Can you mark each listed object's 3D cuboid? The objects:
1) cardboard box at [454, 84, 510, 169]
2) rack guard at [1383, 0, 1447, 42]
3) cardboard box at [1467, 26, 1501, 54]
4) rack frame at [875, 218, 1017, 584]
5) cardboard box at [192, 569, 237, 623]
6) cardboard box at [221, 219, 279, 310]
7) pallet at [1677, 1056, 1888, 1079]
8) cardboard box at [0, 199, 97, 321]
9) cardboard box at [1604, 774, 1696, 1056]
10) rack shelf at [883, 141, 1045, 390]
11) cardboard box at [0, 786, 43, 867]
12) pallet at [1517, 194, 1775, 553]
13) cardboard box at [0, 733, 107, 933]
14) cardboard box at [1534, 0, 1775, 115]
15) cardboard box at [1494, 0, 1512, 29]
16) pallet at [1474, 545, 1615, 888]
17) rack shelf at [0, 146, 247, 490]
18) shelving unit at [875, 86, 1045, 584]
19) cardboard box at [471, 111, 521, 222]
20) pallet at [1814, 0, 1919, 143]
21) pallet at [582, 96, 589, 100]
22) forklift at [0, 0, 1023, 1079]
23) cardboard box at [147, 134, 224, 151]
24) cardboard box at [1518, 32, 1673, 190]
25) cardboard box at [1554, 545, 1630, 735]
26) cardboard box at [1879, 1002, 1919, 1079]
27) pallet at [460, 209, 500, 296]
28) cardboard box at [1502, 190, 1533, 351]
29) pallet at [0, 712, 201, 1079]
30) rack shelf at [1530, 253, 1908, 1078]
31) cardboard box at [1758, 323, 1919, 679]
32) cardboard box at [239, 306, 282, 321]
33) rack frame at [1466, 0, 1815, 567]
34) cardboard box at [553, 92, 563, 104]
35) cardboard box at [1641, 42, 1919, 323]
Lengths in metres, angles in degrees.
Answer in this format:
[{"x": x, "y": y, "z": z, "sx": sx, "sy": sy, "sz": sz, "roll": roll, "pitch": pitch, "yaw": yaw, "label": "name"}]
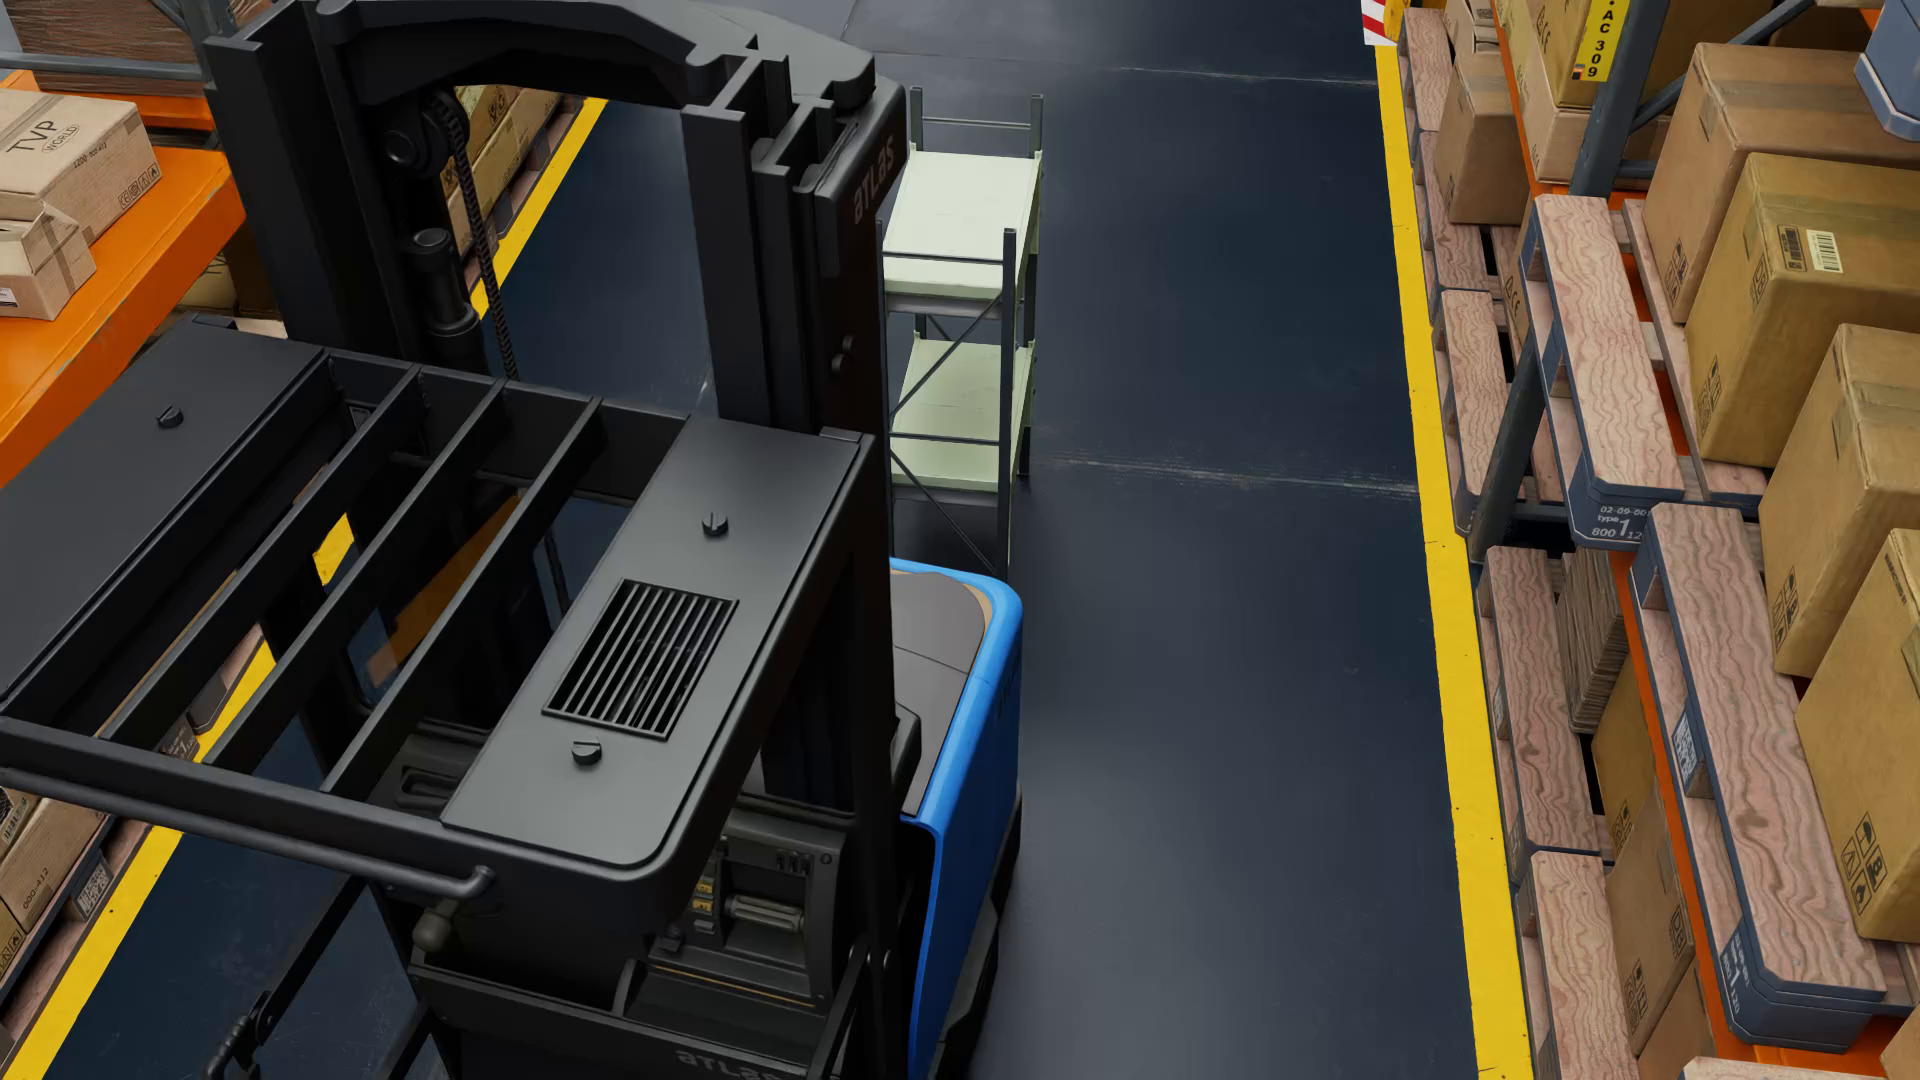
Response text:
[{"x": -2.169, "y": -1.843, "z": 6.664, "sx": 0.500, "sy": 0.500, "sz": 0.500, "roll": 5, "pitch": 44, "yaw": 6, "label": "cardboard box"}, {"x": 2.757, "y": -2.766, "z": 8.308, "sx": 1.175, "sy": 0.500, "sz": 0.348, "roll": 5, "pitch": 44, "yaw": 6, "label": "rack guard"}, {"x": 2.511, "y": -2.057, "z": 7.377, "sx": 0.500, "sy": 0.311, "sz": 0.500, "roll": 9, "pitch": 44, "yaw": 9, "label": "cardboard box"}, {"x": -0.048, "y": -0.300, "z": 4.976, "sx": 0.400, "sy": 1.500, "sz": 0.023, "roll": 5, "pitch": 44, "yaw": 6, "label": "rack frame"}, {"x": -2.509, "y": 0.052, "z": 5.208, "sx": 0.500, "sy": 0.250, "sz": 0.500, "roll": 5, "pitch": 44, "yaw": 5, "label": "cardboard box"}, {"x": -2.301, "y": -1.161, "z": 5.944, "sx": 0.500, "sy": 0.500, "sz": 0.500, "roll": 5, "pitch": 44, "yaw": 6, "label": "cardboard box"}, {"x": 1.698, "y": 1.301, "z": 2.334, "sx": 1.213, "sy": 0.211, "sz": 1.003, "roll": 5, "pitch": 44, "yaw": 6, "label": "pallet"}, {"x": -2.607, "y": -0.783, "z": 4.493, "sx": 0.396, "sy": 0.266, "sz": 0.258, "roll": 4, "pitch": 44, "yaw": 4, "label": "cardboard box"}, {"x": 2.031, "y": 0.952, "z": 4.061, "sx": 0.700, "sy": 0.500, "sz": 0.500, "roll": 6, "pitch": 44, "yaw": 6, "label": "cardboard box"}, {"x": 0.001, "y": -0.833, "z": 4.971, "sx": 0.431, "sy": 0.370, "sz": 0.720, "roll": 5, "pitch": 44, "yaw": 6, "label": "rack shelf"}, {"x": -2.643, "y": 0.534, "z": 4.291, "sx": 0.500, "sy": 0.311, "sz": 0.500, "roll": 5, "pitch": 44, "yaw": 5, "label": "cardboard box"}, {"x": 1.993, "y": -0.422, "z": 4.154, "sx": 1.003, "sy": 0.211, "sz": 1.213, "roll": 5, "pitch": 44, "yaw": 6, "label": "pallet"}, {"x": -2.645, "y": 0.748, "z": 4.473, "sx": 0.500, "sy": 0.250, "sz": 0.500, "roll": 6, "pitch": 44, "yaw": 6, "label": "cardboard box"}, {"x": 1.994, "y": -1.575, "z": 4.781, "sx": 0.500, "sy": 0.500, "sz": 0.500, "roll": 5, "pitch": 44, "yaw": 5, "label": "cardboard box"}, {"x": 2.125, "y": -1.986, "z": 5.760, "sx": 0.500, "sy": 0.250, "sz": 0.500, "roll": 5, "pitch": 44, "yaw": 5, "label": "cardboard box"}, {"x": 2.137, "y": 0.544, "z": 5.022, "sx": 1.003, "sy": 0.211, "sz": 1.213, "roll": 5, "pitch": 44, "yaw": 6, "label": "pallet"}, {"x": -2.937, "y": 0.177, "z": 3.905, "sx": 1.077, "sy": 0.370, "sz": 4.000, "roll": 5, "pitch": 44, "yaw": 6, "label": "rack shelf"}, {"x": 0.001, "y": -0.549, "z": 5.239, "sx": 0.431, "sy": 1.500, "sz": 0.755, "roll": 5, "pitch": 44, "yaw": 6, "label": "shelving unit"}, {"x": -2.168, "y": -1.570, "z": 6.921, "sx": 0.500, "sy": 0.250, "sz": 0.500, "roll": 5, "pitch": 44, "yaw": 6, "label": "cardboard box"}, {"x": 1.917, "y": -0.902, "z": 2.476, "sx": 1.213, "sy": 0.211, "sz": 1.003, "roll": 5, "pitch": 44, "yaw": 6, "label": "pallet"}, {"x": -2.203, "y": -2.636, "z": 8.380, "sx": 1.003, "sy": 0.211, "sz": 1.213, "roll": 5, "pitch": 44, "yaw": 6, "label": "pallet"}, {"x": -0.718, "y": 0.705, "z": 2.874, "sx": 1.130, "sy": 2.935, "sz": 3.031, "roll": 11, "pitch": 45, "yaw": 11, "label": "forklift"}, {"x": -2.750, "y": -1.549, "z": 6.354, "sx": 0.500, "sy": 0.500, "sz": 0.500, "roll": 5, "pitch": 44, "yaw": 6, "label": "cardboard box"}, {"x": 2.000, "y": -1.303, "z": 5.039, "sx": 0.500, "sy": 0.250, "sz": 0.500, "roll": 5, "pitch": 44, "yaw": 6, "label": "cardboard box"}, {"x": 2.157, "y": 0.251, "z": 4.801, "sx": 0.700, "sy": 0.500, "sz": 0.500, "roll": 7, "pitch": 44, "yaw": 7, "label": "cardboard box"}, {"x": 1.808, "y": 0.826, "z": 2.303, "sx": 0.700, "sy": 0.500, "sz": 0.500, "roll": 1, "pitch": 43, "yaw": 2, "label": "cardboard box"}, {"x": -2.526, "y": -0.973, "z": 6.624, "sx": 1.003, "sy": 0.211, "sz": 1.213, "roll": 5, "pitch": 44, "yaw": 6, "label": "pallet"}, {"x": 2.336, "y": -0.963, "z": 6.083, "sx": 0.500, "sy": 0.500, "sz": 0.500, "roll": 2, "pitch": 43, "yaw": 2, "label": "cardboard box"}, {"x": -2.890, "y": 0.905, "z": 4.641, "sx": 1.003, "sy": 0.211, "sz": 1.213, "roll": 5, "pitch": 44, "yaw": 6, "label": "pallet"}, {"x": 1.974, "y": 0.625, "z": 3.432, "sx": 1.077, "sy": 0.370, "sz": 4.000, "roll": 5, "pitch": 44, "yaw": 6, "label": "rack shelf"}, {"x": 2.000, "y": -0.020, "z": 3.197, "sx": 0.700, "sy": 0.500, "sz": 0.500, "roll": 11, "pitch": 45, "yaw": 11, "label": "cardboard box"}, {"x": -2.311, "y": -0.890, "z": 6.203, "sx": 0.500, "sy": 0.250, "sz": 0.500, "roll": 5, "pitch": 44, "yaw": 6, "label": "cardboard box"}, {"x": 2.238, "y": -1.000, "z": 4.624, "sx": 1.000, "sy": 3.000, "sz": 0.127, "roll": 5, "pitch": 44, "yaw": 6, "label": "rack frame"}, {"x": -2.040, "y": -2.252, "z": 7.642, "sx": 0.500, "sy": 0.250, "sz": 0.500, "roll": 5, "pitch": 44, "yaw": 6, "label": "cardboard box"}, {"x": 2.137, "y": -0.852, "z": 4.075, "sx": 0.700, "sy": 0.500, "sz": 0.500, "roll": 5, "pitch": 44, "yaw": 6, "label": "cardboard box"}]
